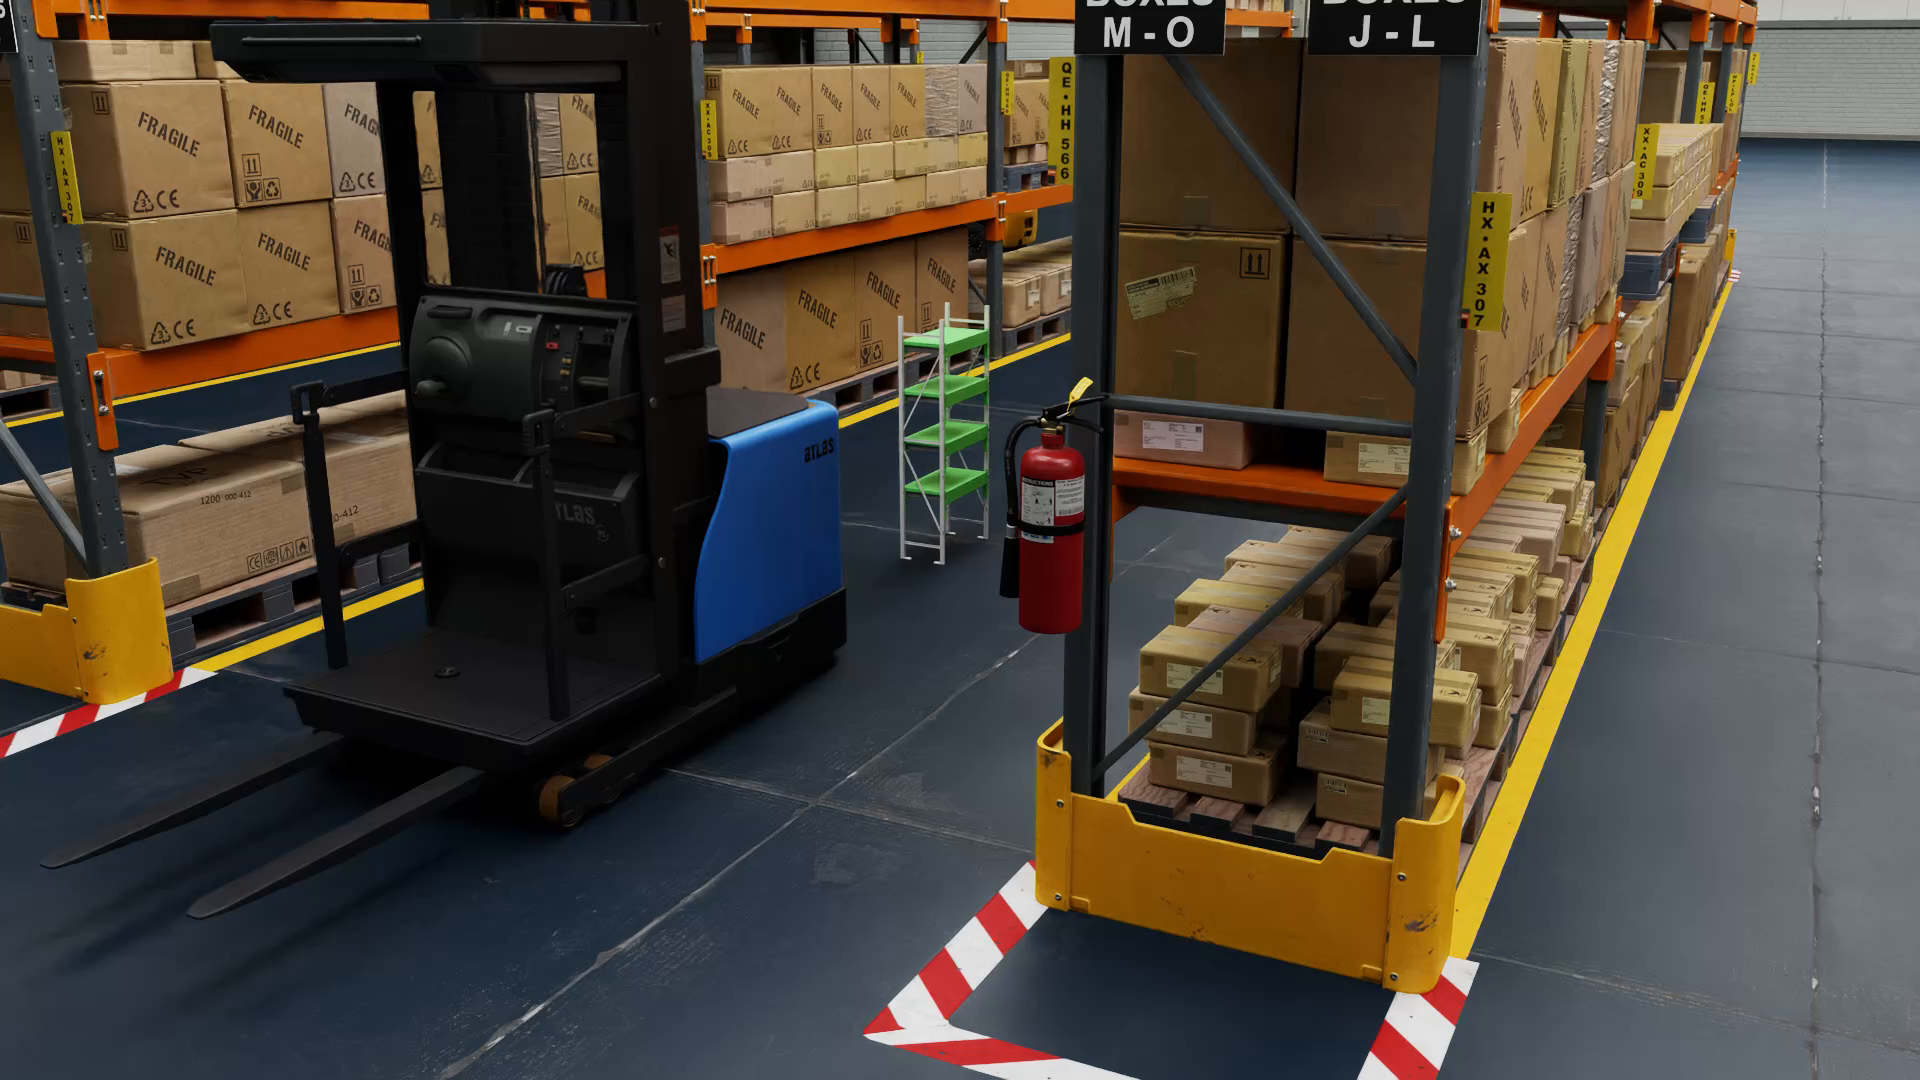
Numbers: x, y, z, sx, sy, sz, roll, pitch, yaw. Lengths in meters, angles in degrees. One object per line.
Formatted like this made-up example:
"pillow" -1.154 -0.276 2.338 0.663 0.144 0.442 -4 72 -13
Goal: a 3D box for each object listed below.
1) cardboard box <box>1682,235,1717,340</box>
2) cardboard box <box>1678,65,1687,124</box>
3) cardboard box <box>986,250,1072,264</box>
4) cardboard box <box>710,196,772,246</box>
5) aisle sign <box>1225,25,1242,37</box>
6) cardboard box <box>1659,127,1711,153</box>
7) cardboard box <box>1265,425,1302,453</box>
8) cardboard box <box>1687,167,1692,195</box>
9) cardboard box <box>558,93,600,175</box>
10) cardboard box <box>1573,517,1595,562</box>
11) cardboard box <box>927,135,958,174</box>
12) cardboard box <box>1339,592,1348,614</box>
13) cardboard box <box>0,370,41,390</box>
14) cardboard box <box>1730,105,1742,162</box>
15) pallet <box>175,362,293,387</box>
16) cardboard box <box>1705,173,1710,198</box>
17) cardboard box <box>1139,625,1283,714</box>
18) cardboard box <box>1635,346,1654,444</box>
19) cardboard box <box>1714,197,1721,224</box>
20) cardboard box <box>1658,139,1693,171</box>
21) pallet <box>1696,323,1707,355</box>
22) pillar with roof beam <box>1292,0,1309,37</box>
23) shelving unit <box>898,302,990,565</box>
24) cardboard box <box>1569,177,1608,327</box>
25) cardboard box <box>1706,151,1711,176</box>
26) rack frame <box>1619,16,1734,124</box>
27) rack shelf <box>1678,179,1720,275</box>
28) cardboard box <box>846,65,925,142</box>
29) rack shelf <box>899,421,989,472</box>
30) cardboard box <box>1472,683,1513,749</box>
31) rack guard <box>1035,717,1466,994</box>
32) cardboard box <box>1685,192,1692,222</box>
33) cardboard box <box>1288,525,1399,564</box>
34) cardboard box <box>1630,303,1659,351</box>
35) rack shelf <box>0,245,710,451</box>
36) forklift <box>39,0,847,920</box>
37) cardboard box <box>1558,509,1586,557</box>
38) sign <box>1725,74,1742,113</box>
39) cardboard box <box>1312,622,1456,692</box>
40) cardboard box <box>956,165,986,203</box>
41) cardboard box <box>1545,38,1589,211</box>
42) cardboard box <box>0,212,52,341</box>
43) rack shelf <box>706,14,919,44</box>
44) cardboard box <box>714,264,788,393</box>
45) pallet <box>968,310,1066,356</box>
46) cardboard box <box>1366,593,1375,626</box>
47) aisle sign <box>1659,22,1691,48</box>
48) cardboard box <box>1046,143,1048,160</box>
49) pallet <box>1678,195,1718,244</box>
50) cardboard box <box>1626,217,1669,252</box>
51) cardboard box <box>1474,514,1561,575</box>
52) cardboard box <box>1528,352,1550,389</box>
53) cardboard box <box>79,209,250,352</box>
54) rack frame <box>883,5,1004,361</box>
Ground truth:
"cardboard box" 5.498 -2.082 13.478 1.050 0.750 0.750 8 18 25
"cardboard box" 4.776 -3.124 11.842 0.700 0.500 0.500 8 18 25
"cardboard box" 0.796 -2.424 15.296 0.950 0.372 0.625 9 19 27
"cardboard box" -1.487 -1.946 10.073 0.500 0.250 0.500 8 18 24
"aisle sign" 3.193 -6.298 19.894 0.394 0.787 0.004 8 18 25
"cardboard box" 4.301 -2.407 10.019 0.380 0.149 0.250 9 19 27
"cardboard box" 0.804 -0.374 4.957 0.380 0.149 0.250 8 18 25
"cardboard box" 3.724 -1.936 8.955 0.380 0.149 0.250 8 18 24
"cardboard box" -2.117 -2.184 8.676 0.500 0.500 0.500 8 18 25
"cardboard box" 2.684 -0.027 7.617 0.380 0.149 0.250 8 18 26
"cardboard box" -0.347 -2.840 12.202 0.500 0.250 0.500 8 18 24
"cardboard box" 1.198 0.269 6.098 0.380 0.149 0.250 8 18 26
"cardboard box" -6.507 -1.191 11.330 0.396 0.266 0.258 9 19 27
"cardboard box" 7.565 -4.221 17.205 0.875 0.550 0.550 8 18 25
"pallet" -6.032 -1.446 13.021 1.003 0.211 1.213 8 18 25
"cardboard box" 4.532 -2.251 10.540 0.380 0.149 0.250 8 19 26
"cardboard box" 0.777 0.396 5.147 0.380 0.149 0.250 8 18 26
"cardboard box" 3.824 -0.888 9.899 0.500 0.500 0.500 7 18 23
"cardboard box" 6.473 -2.708 15.366 0.875 0.875 0.875 8 19 26
"cardboard box" 3.605 -2.009 8.679 0.380 0.149 0.250 8 18 25
"pallet" 5.852 -1.831 14.317 1.003 0.211 1.213 8 18 25
"pillar with roof beam" 12.459 -14.006 39.874 9.100 9.000 0.400 8 18 25
"shelving unit" -0.074 -0.533 8.212 0.258 1.200 0.503 8 18 25
"cardboard box" 2.134 -1.109 6.290 0.500 0.500 0.500 8 18 25
"cardboard box" 4.410 -2.326 10.269 0.380 0.149 0.250 9 19 27
"rack frame" 6.129 -3.374 14.614 1.000 3.000 0.127 8 18 25
"rack shelf" 5.235 -2.519 13.001 1.077 0.370 4.000 8 18 25
"cardboard box" -0.579 -3.064 11.639 0.500 0.500 0.500 8 18 25
"rack shelf" -0.074 -0.472 8.230 0.258 0.148 0.480 8 18 25
"cardboard box" 1.648 0.563 5.629 0.380 0.149 0.250 8 18 26
"rack guard" 0.801 0.862 4.744 1.175 0.500 0.348 8 18 25
"cardboard box" 3.836 -1.856 9.207 0.380 0.149 0.250 7 18 23
"cardboard box" 1.494 0.001 6.479 0.380 0.149 0.250 8 18 26
"cardboard box" 3.813 -1.252 9.807 0.500 0.250 0.500 9 19 27
"rack shelf" -2.813 -1.086 8.174 1.077 0.370 4.000 8 18 25
"forklift" -1.596 -0.619 5.461 1.130 2.935 3.031 8 19 26
"cardboard box" 2.484 -0.051 7.176 0.380 0.149 0.250 7 18 23
"sign" 6.619 -3.824 14.237 0.100 0.325 0.005 8 18 25
"cardboard box" 1.320 0.387 5.176 0.380 0.149 0.250 8 19 26
"cardboard box" -0.126 -2.725 12.694 0.500 0.250 0.500 7 18 23
"cardboard box" 1.677 -1.326 5.267 0.500 0.500 0.500 8 18 24
"cardboard box" -3.728 -1.125 6.870 0.500 0.500 0.500 8 18 26
"rack shelf" -1.893 -6.211 20.161 1.077 0.370 4.000 8 18 25
"cardboard box" -1.714 -1.291 10.596 0.875 0.875 0.875 9 19 27
"pallet" 0.219 -1.821 14.284 1.003 0.211 1.213 8 18 25
"cardboard box" 1.512 0.294 6.537 0.380 0.149 0.250 9 19 27
"aisle sign" 7.680 -5.695 17.864 0.394 0.787 0.004 8 18 25
"cardboard box" 0.641 -3.298 14.063 0.380 0.149 0.250 8 18 26
"pallet" 4.118 -2.068 10.554 1.213 0.211 1.003 8 18 25
"cardboard box" 3.142 -1.459 7.870 0.380 0.149 0.250 7 18 23
"cardboard box" 2.111 0.010 6.448 0.380 0.149 0.250 7 18 23
"cardboard box" 1.856 -0.641 5.856 0.380 0.149 0.250 9 19 27
"cardboard box" -3.235 -1.055 6.631 0.500 0.500 0.500 8 18 25
"rack frame" -0.132 -2.959 13.217 1.000 3.000 0.127 8 18 25
